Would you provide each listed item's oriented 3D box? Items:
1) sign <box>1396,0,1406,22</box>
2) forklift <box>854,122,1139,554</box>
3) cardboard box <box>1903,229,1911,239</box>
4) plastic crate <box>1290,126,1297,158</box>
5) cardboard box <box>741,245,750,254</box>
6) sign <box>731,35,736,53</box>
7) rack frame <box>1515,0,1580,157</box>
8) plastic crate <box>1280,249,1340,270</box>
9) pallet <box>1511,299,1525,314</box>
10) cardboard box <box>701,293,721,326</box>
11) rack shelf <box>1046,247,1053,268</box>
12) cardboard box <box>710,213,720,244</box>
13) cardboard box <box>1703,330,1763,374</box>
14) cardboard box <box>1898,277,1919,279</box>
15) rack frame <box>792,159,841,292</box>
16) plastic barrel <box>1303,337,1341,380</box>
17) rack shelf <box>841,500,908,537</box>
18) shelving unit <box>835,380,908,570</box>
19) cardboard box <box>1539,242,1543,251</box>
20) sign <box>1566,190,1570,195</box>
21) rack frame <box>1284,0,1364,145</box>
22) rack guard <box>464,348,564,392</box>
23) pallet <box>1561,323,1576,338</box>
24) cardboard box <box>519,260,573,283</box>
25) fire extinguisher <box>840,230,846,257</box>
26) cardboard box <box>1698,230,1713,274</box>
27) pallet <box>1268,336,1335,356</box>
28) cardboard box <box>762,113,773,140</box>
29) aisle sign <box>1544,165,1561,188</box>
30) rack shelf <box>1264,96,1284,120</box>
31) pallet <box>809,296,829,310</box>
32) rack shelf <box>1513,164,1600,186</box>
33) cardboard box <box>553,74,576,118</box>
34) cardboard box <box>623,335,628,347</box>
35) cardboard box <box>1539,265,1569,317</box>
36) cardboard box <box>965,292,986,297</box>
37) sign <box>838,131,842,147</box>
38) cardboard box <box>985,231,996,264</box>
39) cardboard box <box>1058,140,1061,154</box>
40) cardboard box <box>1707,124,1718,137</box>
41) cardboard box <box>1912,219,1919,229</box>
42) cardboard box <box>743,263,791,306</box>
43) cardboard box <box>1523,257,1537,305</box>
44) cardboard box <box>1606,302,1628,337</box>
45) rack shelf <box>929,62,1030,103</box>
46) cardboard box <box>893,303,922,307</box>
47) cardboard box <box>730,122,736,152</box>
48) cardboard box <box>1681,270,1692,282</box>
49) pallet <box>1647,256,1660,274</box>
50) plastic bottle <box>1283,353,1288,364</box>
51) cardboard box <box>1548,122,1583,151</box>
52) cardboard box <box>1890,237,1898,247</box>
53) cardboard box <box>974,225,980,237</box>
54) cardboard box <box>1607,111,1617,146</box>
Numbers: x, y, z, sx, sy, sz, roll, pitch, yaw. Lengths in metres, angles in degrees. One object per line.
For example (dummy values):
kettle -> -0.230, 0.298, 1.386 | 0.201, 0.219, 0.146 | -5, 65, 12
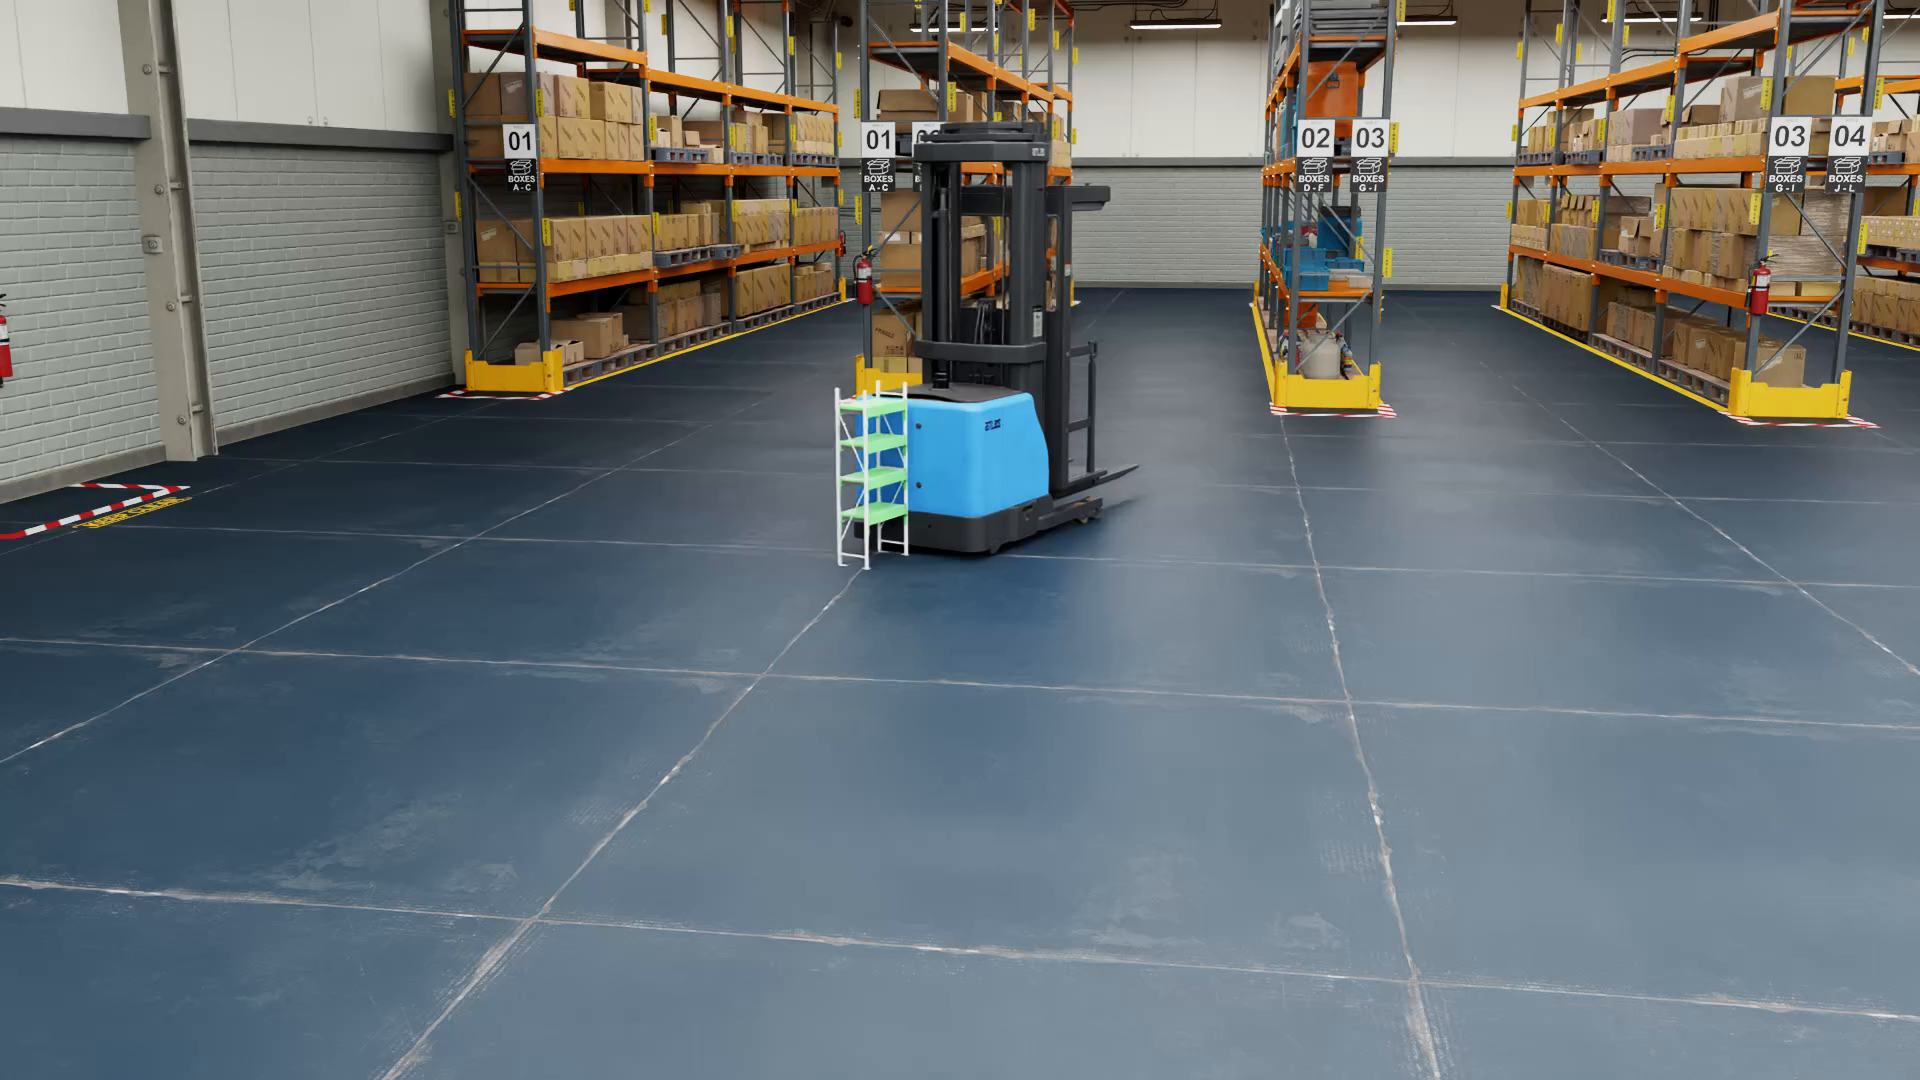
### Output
sign -> 4.793, -5.808, 18.081 | 0.100, 0.325, 0.005 | 2, 12, 9
forklift -> 0.435, -1.600, 12.461 | 1.130, 2.935, 3.031 | 7, 14, 30
cardboard box -> 14.963, -4.776, 25.927 | 0.380, 0.149, 0.250 | 2, 12, 10
plastic crate -> 4.246, -4.862, 20.351 | 0.392, 0.384, 0.575 | 2, 12, 9
cardboard box -> -3.857, -5.036, 28.789 | 0.380, 0.149, 0.250 | 2, 12, 10
sign -> -4.238, -9.305, 31.219 | 0.100, 0.325, 0.005 | 2, 12, 9
rack frame -> 11.605, -9.099, 32.856 | 1.000, 3.000, 0.127 | 2, 12, 9
plastic crate -> 4.659, -3.694, 22.162 | 0.767, 0.338, 0.504 | 2, 12, 9
pallet -> 11.559, -4.635, 32.998 | 1.003, 0.211, 1.213 | 2, 12, 9
cardboard box -> -4.368, -3.825, 27.509 | 0.700, 0.500, 0.500 | 2, 12, 9
rack shelf -> 0.894, -4.888, 29.262 | 1.077, 0.370, 4.000 | 2, 12, 9
cardboard box -> -4.371, -5.149, 27.483 | 0.700, 0.500, 0.500 | 0, 12, 2
cardboard box -> 9.560, -2.319, 20.570 | 0.500, 0.500, 0.500 | 1, 12, 4
cardboard box -> 15.918, -4.233, 27.670 | 0.500, 0.250, 0.500 | 2, 12, 11
rack frame -> -3.078, -6.648, 35.722 | 1.000, 3.000, 0.127 | 2, 12, 9
plastic barrel -> 4.276, -2.125, 19.643 | 0.421, 0.512, 0.421 | 0, 12, 0
rack shelf -> -0.590, -0.149, 11.279 | 0.258, 0.148, 0.480 | 7, 14, 30
shelving unit -> -0.590, -0.446, 11.215 | 0.258, 1.200, 0.503 | 7, 14, 30
cardboard box -> 10.752, -5.339, 30.244 | 0.380, 0.149, 0.250 | 2, 12, 10
sign -> 12.139, -6.828, 33.246 | 0.100, 0.325, 0.005 | 2, 12, 9
rack frame -> 4.865, -6.762, 22.010 | 1.000, 3.000, 0.127 | 2, 12, 9
rack guard -> -5.527, -2.111, 20.604 | 1.175, 0.500, 0.348 | 2, 12, 9
pallet -> 10.760, -3.553, 27.980 | 1.003, 0.211, 1.213 | 2, 12, 9
cardboard box -> -5.150, -3.345, 20.705 | 0.500, 0.250, 0.500 | 2, 12, 7
fire extinguisher -> -2.599, -6.445, 35.846 | 0.296, 0.674, 0.183 | 2, 12, 9
cardboard box -> 9.422, -3.458, 19.977 | 0.875, 0.500, 0.500 | 2, 12, 9
pallet -> 5.133, -2.886, 24.882 | 1.003, 0.211, 1.213 | 2, 12, 9
cardboard box -> -3.816, -7.982, 32.135 | 0.500, 0.500, 0.500 | 2, 12, 8
aisle sign -> 11.913, -7.443, 33.239 | 0.394, 0.787, 0.004 | 2, 12, 9
rack shelf -> 6.403, -8.296, 31.787 | 1.077, 0.370, 4.000 | 2, 12, 9
pallet -> -3.314, -4.863, 34.057 | 1.003, 0.211, 1.213 | 2, 12, 9
rack shelf -> 11.297, -6.865, 31.316 | 1.077, 0.370, 4.000 | 2, 12, 9
cardboard box -> -5.113, -5.506, 20.646 | 0.500, 0.500, 0.500 | 2, 12, 8
cardboard box -> -4.976, -2.868, 23.862 | 0.380, 0.166, 0.250 | 0, 12, 1
cardboard box -> 10.911, -4.367, 29.183 | 1.225, 0.875, 0.875 | 2, 12, 9
cardboard box -> 0.216, -3.859, 26.979 | 0.500, 0.311, 0.500 | 2, 12, 11
sign -> -2.544, -8.488, 35.227 | 0.100, 0.325, 0.005 | 2, 12, 9
cardboard box -> 0.264, -4.413, 25.112 | 0.500, 0.500, 0.500 | 2, 12, 9
cardboard box -> 1.686, -7.594, 32.162 | 0.500, 0.250, 0.500 | 2, 12, 9
cardboard box -> 9.242, -4.926, 20.022 | 0.380, 0.149, 0.250 | 2, 12, 8
cardboard box -> 14.923, -4.862, 25.622 | 0.380, 0.149, 0.250 | 2, 12, 8
cardboard box -> -3.665, -4.831, 31.394 | 0.750, 0.750, 0.750 | 2, 12, 9
cardboard box -> 11.446, -5.008, 32.159 | 0.875, 0.875, 0.875 | 2, 12, 9
cardboard box -> 10.291, -3.354, 25.328 | 0.700, 0.500, 0.500 | 1, 12, 6
rack shelf -> 0.279, -6.792, 24.808 | 1.077, 0.370, 4.000 | 2, 12, 9
cardboard box -> -0.638, -2.820, 21.707 | 0.500, 0.500, 0.500 | 2, 12, 9
cardboard box -> -4.261, -6.928, 28.619 | 0.700, 0.500, 0.500 | 1, 12, 6
cardboard box -> 9.259, -3.303, 20.798 | 0.380, 0.149, 0.250 | 2, 12, 9
pallet -> 10.021, -3.729, 22.634 | 1.003, 0.211, 1.213 | 2, 12, 9
plastic bottle -> 4.100, -2.240, 20.867 | 0.097, 0.201, 0.097 | 0, 12, 0
cardboard box -> 11.051, -7.268, 30.008 | 0.700, 0.500, 0.500 | 1, 12, 5
cardboard box -> 15.043, -4.733, 26.434 | 0.380, 0.149, 0.250 | 1, 12, 6
cardboard box -> 0.064, -4.187, 22.525 | 0.380, 0.149, 0.250 | 2, 12, 7
cardboard box -> 10.048, -6.172, 24.966 | 0.500, 0.500, 0.500 | 2, 12, 9
